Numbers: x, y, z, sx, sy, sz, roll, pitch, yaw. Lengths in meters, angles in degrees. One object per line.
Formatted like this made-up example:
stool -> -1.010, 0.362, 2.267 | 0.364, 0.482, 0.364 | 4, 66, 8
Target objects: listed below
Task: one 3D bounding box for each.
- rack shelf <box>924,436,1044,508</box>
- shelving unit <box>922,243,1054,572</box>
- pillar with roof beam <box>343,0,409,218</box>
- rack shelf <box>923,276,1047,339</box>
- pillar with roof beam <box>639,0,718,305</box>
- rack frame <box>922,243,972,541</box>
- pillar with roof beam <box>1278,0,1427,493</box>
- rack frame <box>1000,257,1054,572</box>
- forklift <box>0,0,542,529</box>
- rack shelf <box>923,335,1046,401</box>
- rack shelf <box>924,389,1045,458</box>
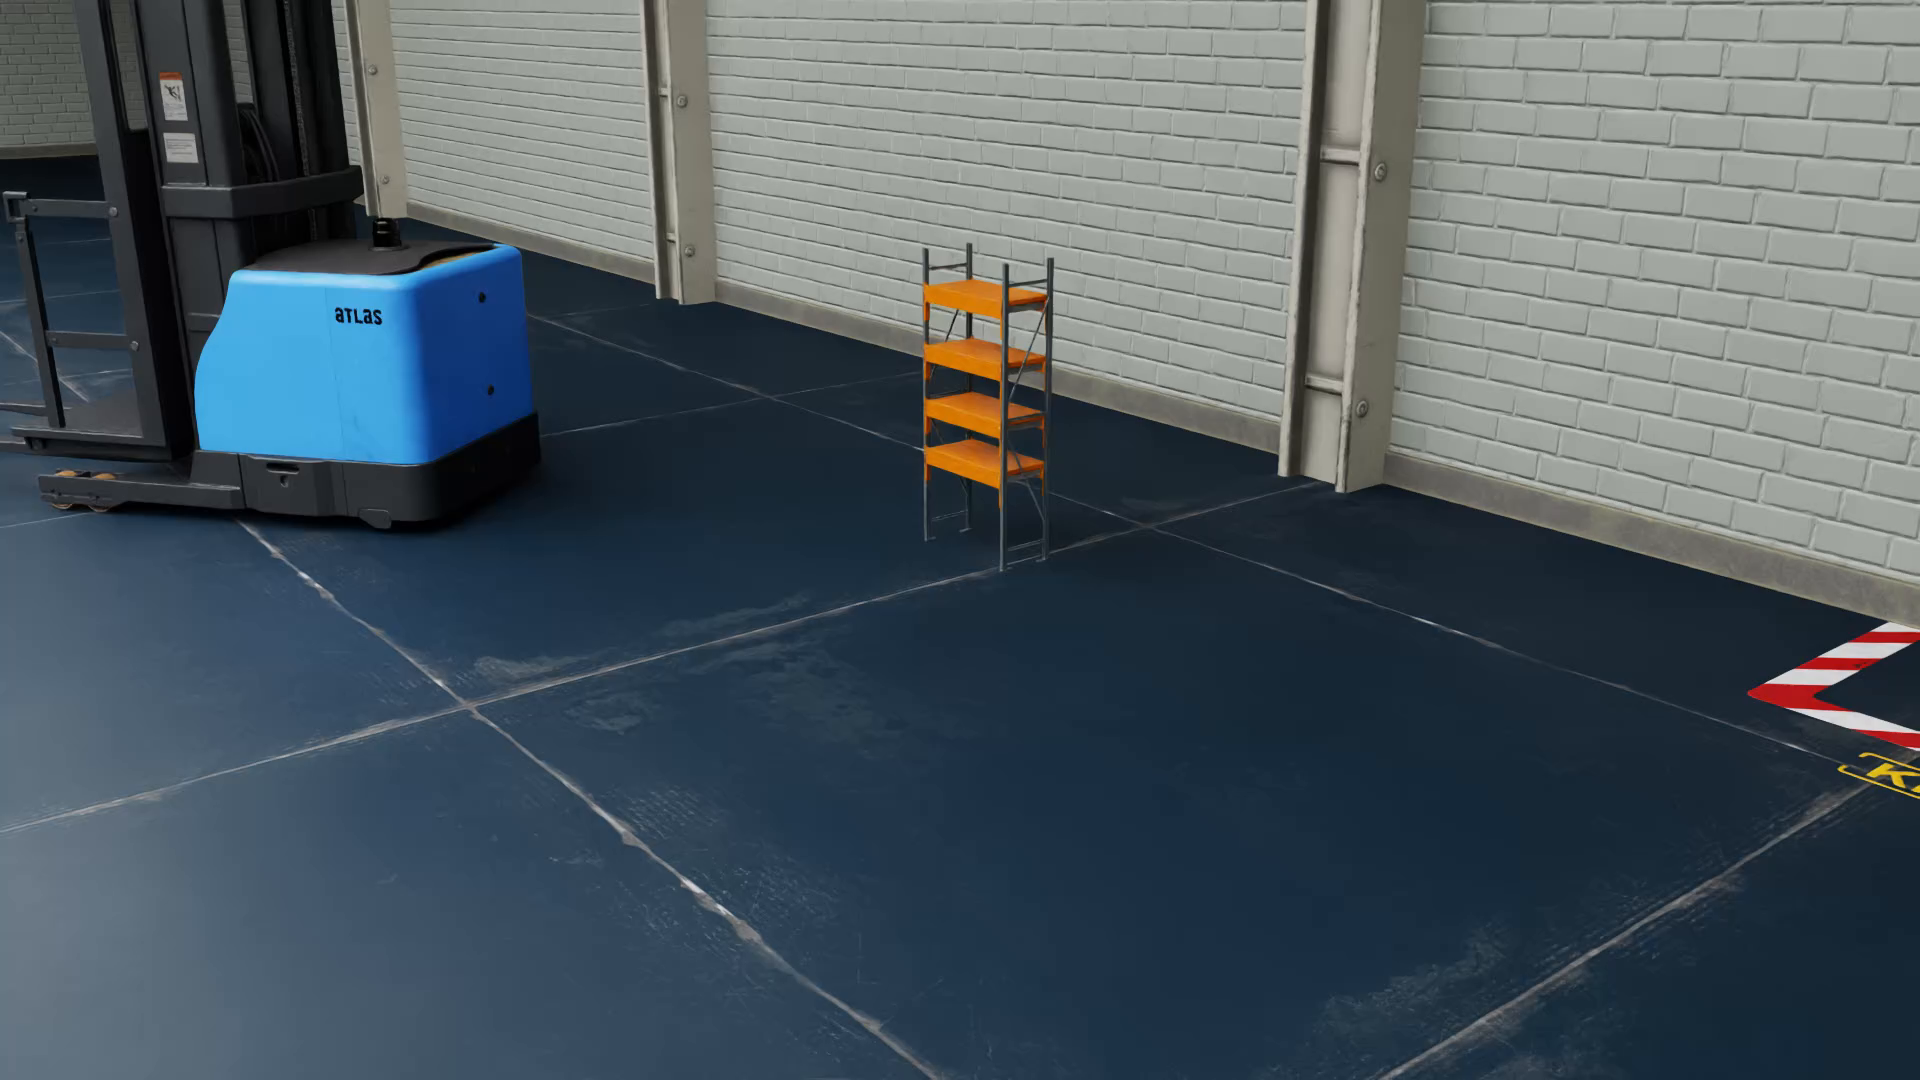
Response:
rack shelf -> 0.103, -0.276, 6.634 | 0.258, 0.148, 0.480 | -14, 23, -36
shelving unit -> 0.103, -0.529, 6.551 | 0.258, 1.200, 0.503 | -14, 23, -36
pillar with roof beam -> -9.098, -6.676, 12.709 | 9.100, 9.000, 0.400 | -14, 23, -36
rack shelf -> 0.103, -0.902, 6.427 | 0.258, 0.148, 0.480 | -14, 23, -36
pillar with roof beam -> -5.373, -5.198, 8.244 | 9.100, 9.000, 0.400 | -14, 23, -36
rack frame -> -0.049, -0.589, 6.732 | 0.240, 1.200, 0.015 | -14, 23, -36
pillar with roof beam -> -1.647, -3.719, 3.779 | 9.100, 9.000, 0.400 | -14, 23, -36
rack frame -> 0.254, -0.469, 6.369 | 0.240, 1.200, 0.015 | -14, 23, -36
forklift -> -3.523, -1.667, 7.234 | 3.031, 2.935, 1.130 | 4, 19, 13
rack shelf -> 0.103, -0.677, 6.502 | 0.258, 0.148, 0.480 | -14, 23, -36
rack shelf -> 0.103, -0.465, 6.572 | 0.258, 0.148, 0.480 | -14, 23, -36
